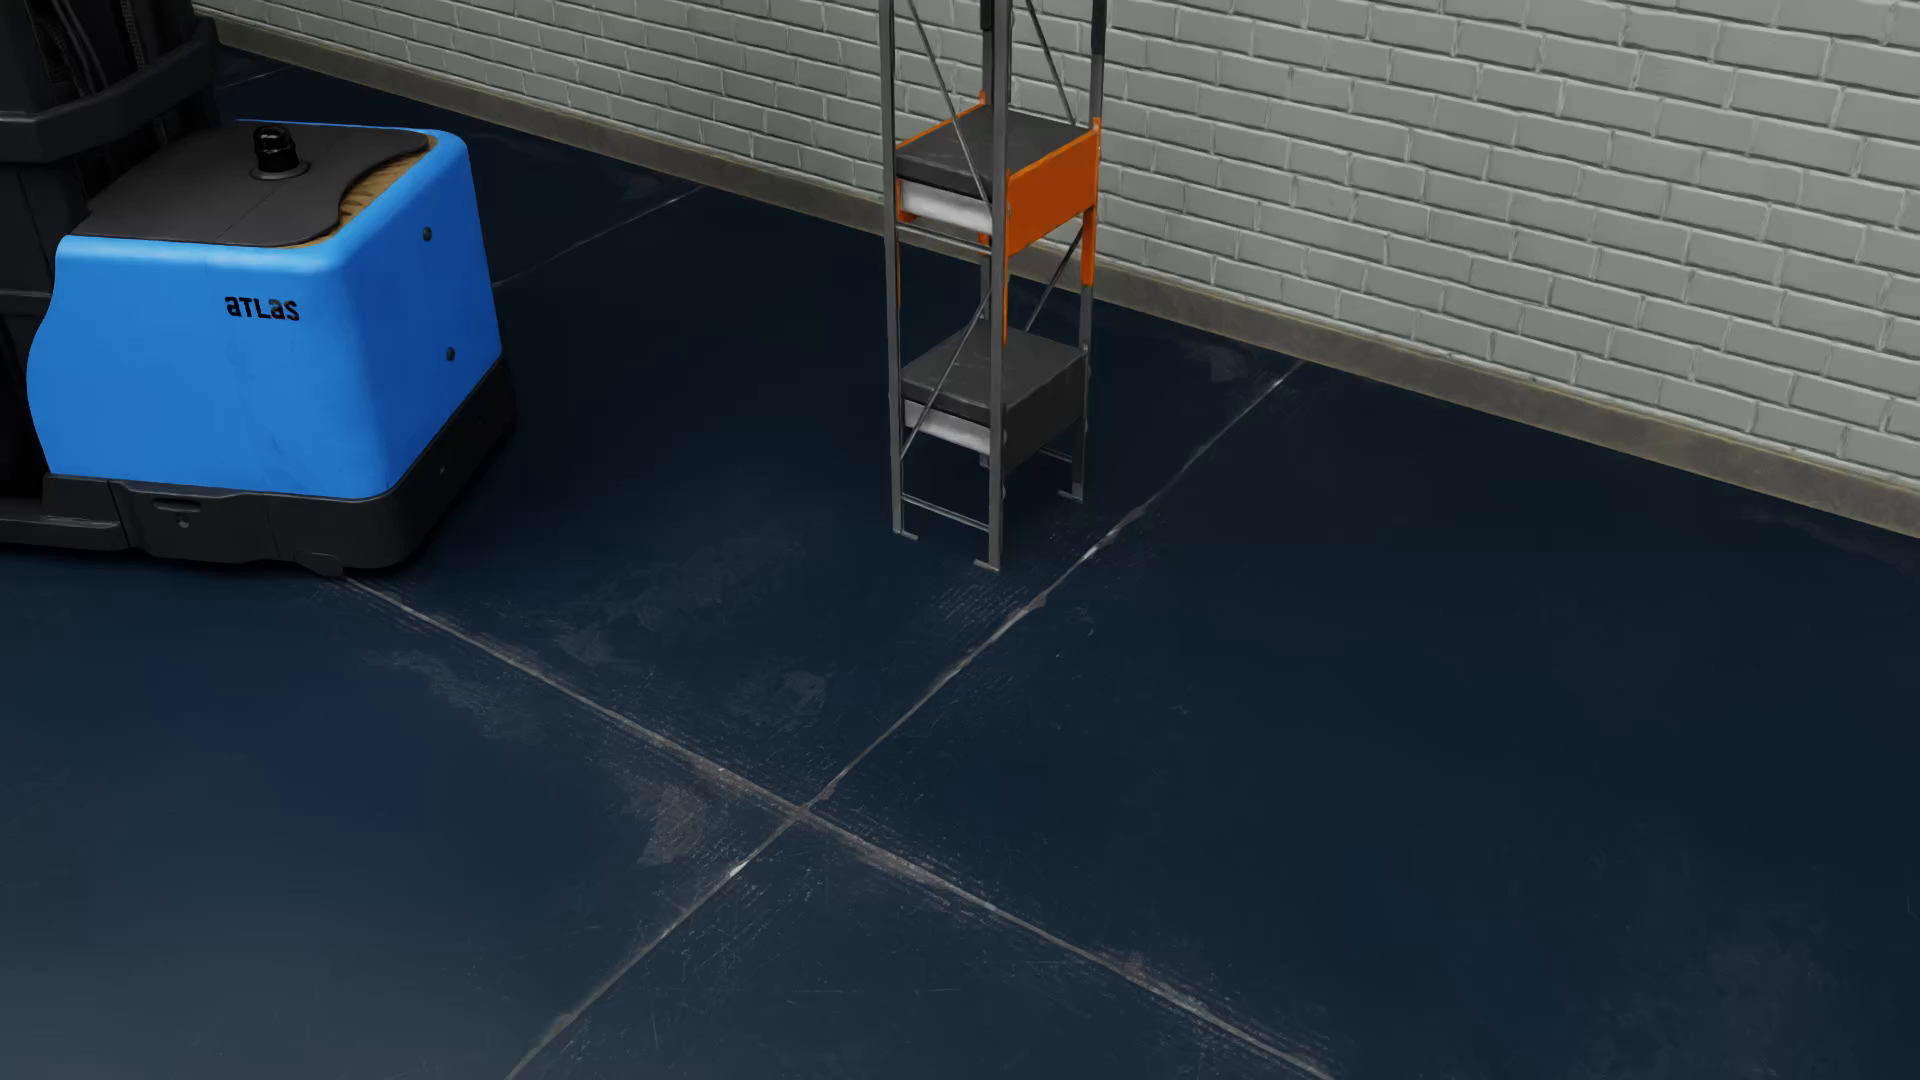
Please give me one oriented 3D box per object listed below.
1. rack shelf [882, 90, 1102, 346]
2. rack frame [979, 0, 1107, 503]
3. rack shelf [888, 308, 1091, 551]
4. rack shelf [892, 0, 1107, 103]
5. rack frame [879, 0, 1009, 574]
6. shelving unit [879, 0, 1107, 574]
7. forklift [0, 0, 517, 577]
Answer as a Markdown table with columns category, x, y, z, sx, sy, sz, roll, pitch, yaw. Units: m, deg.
| category | x | y | z | sx | sy | sz | roll | pitch | yaw |
| --- | --- | --- | --- | --- | --- | --- | --- | --- | --- |
| rack shelf | 0.094 | -0.935 | 4.782 | 0.431 | 0.518 | 0.480 | 21 | 39 | 28 |
| rack frame | 0.234 | -1.058 | 4.940 | 0.400 | 2.100 | 0.015 | 21 | 39 | 28 |
| rack shelf | 0.094 | -0.355 | 5.174 | 0.431 | 0.518 | 0.480 | 21 | 39 | 28 |
| rack shelf | 0.094 | -1.515 | 4.390 | 0.431 | 0.518 | 0.480 | 21 | 39 | 28 |
| rack frame | -0.045 | -0.834 | 4.608 | 0.400 | 2.100 | 0.015 | 21 | 39 | 28 |
| shelving unit | 0.094 | -0.946 | 4.774 | 0.431 | 2.100 | 0.503 | 21 | 39 | 28 |
| forklift | -3.099 | -1.477 | 4.817 | 3.031 | 2.935 | 1.130 | 5 | 34 | 7 |
